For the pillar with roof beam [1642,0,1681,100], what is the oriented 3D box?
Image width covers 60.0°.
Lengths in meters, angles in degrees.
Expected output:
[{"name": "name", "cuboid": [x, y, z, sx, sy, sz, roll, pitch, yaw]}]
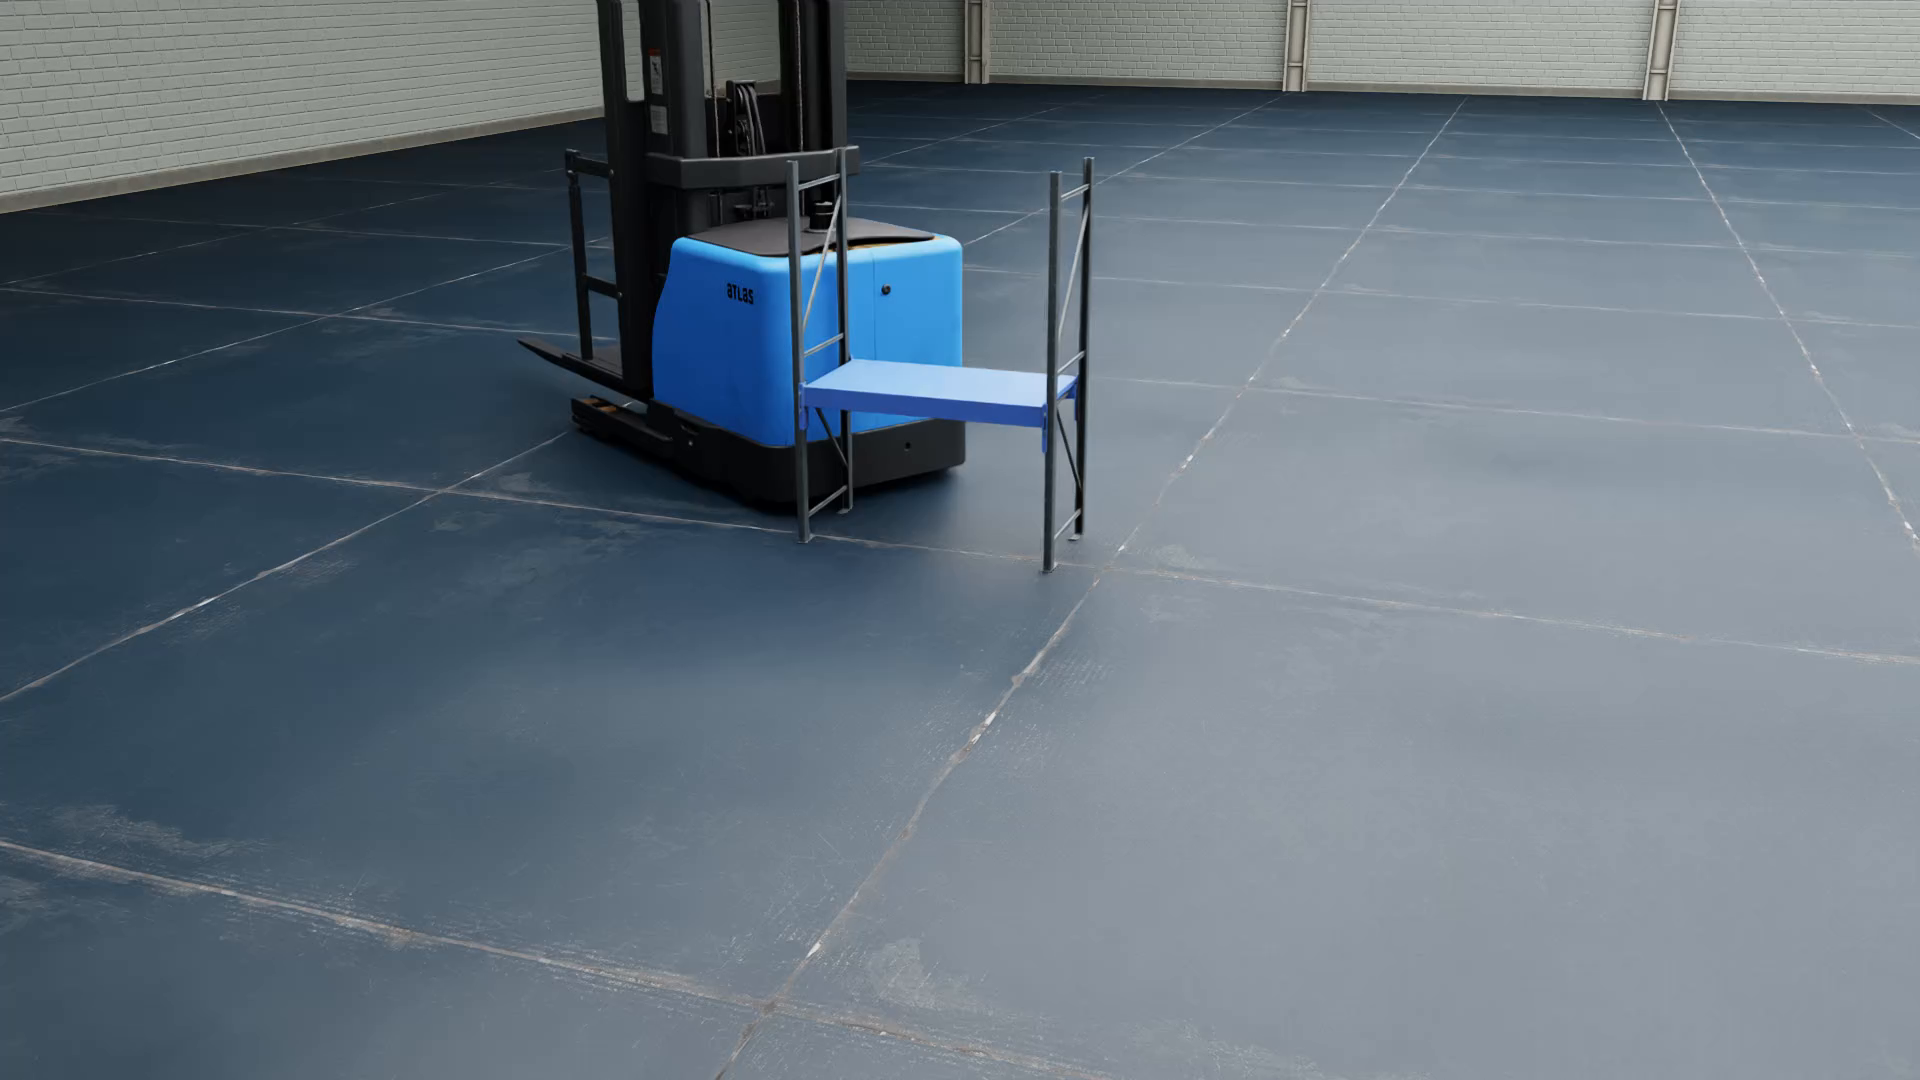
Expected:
[{"name": "pillar with roof beam", "cuboid": [10.245, -10.307, 22.589, 0.400, 9.000, 9.100, 7, 20, 18]}]

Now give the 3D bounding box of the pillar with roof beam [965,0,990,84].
[{"name": "pillar with roof beam", "cuboid": [-1.090, -11.603, 26.307, 0.400, 9.000, 9.100, 7, 20, 18]}]

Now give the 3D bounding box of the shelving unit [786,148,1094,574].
[{"name": "shelving unit", "cuboid": [-0.069, -0.713, 6.459, 1.048, 1.500, 0.538, 6, 20, 18]}]

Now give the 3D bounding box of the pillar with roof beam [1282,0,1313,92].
[{"name": "pillar with roof beam", "cuboid": [4.578, -10.955, 24.448, 0.400, 9.000, 9.100, 7, 20, 18]}]

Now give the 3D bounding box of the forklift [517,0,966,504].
[{"name": "forklift", "cuboid": [-1.268, -1.958, 7.856, 1.130, 2.935, 3.031, -14, 24, -35]}]

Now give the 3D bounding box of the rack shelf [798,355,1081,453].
[{"name": "rack shelf", "cuboid": [-0.069, -0.543, 6.518, 1.000, 0.185, 0.538, 6, 20, 18]}]

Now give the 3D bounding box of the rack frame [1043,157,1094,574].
[{"name": "rack frame", "cuboid": [0.412, -0.658, 6.303, 0.032, 1.500, 0.500, 6, 20, 18]}]

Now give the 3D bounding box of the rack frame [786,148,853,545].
[{"name": "rack frame", "cuboid": [-0.550, -0.767, 6.615, 0.032, 1.500, 0.500, 6, 20, 18]}]
